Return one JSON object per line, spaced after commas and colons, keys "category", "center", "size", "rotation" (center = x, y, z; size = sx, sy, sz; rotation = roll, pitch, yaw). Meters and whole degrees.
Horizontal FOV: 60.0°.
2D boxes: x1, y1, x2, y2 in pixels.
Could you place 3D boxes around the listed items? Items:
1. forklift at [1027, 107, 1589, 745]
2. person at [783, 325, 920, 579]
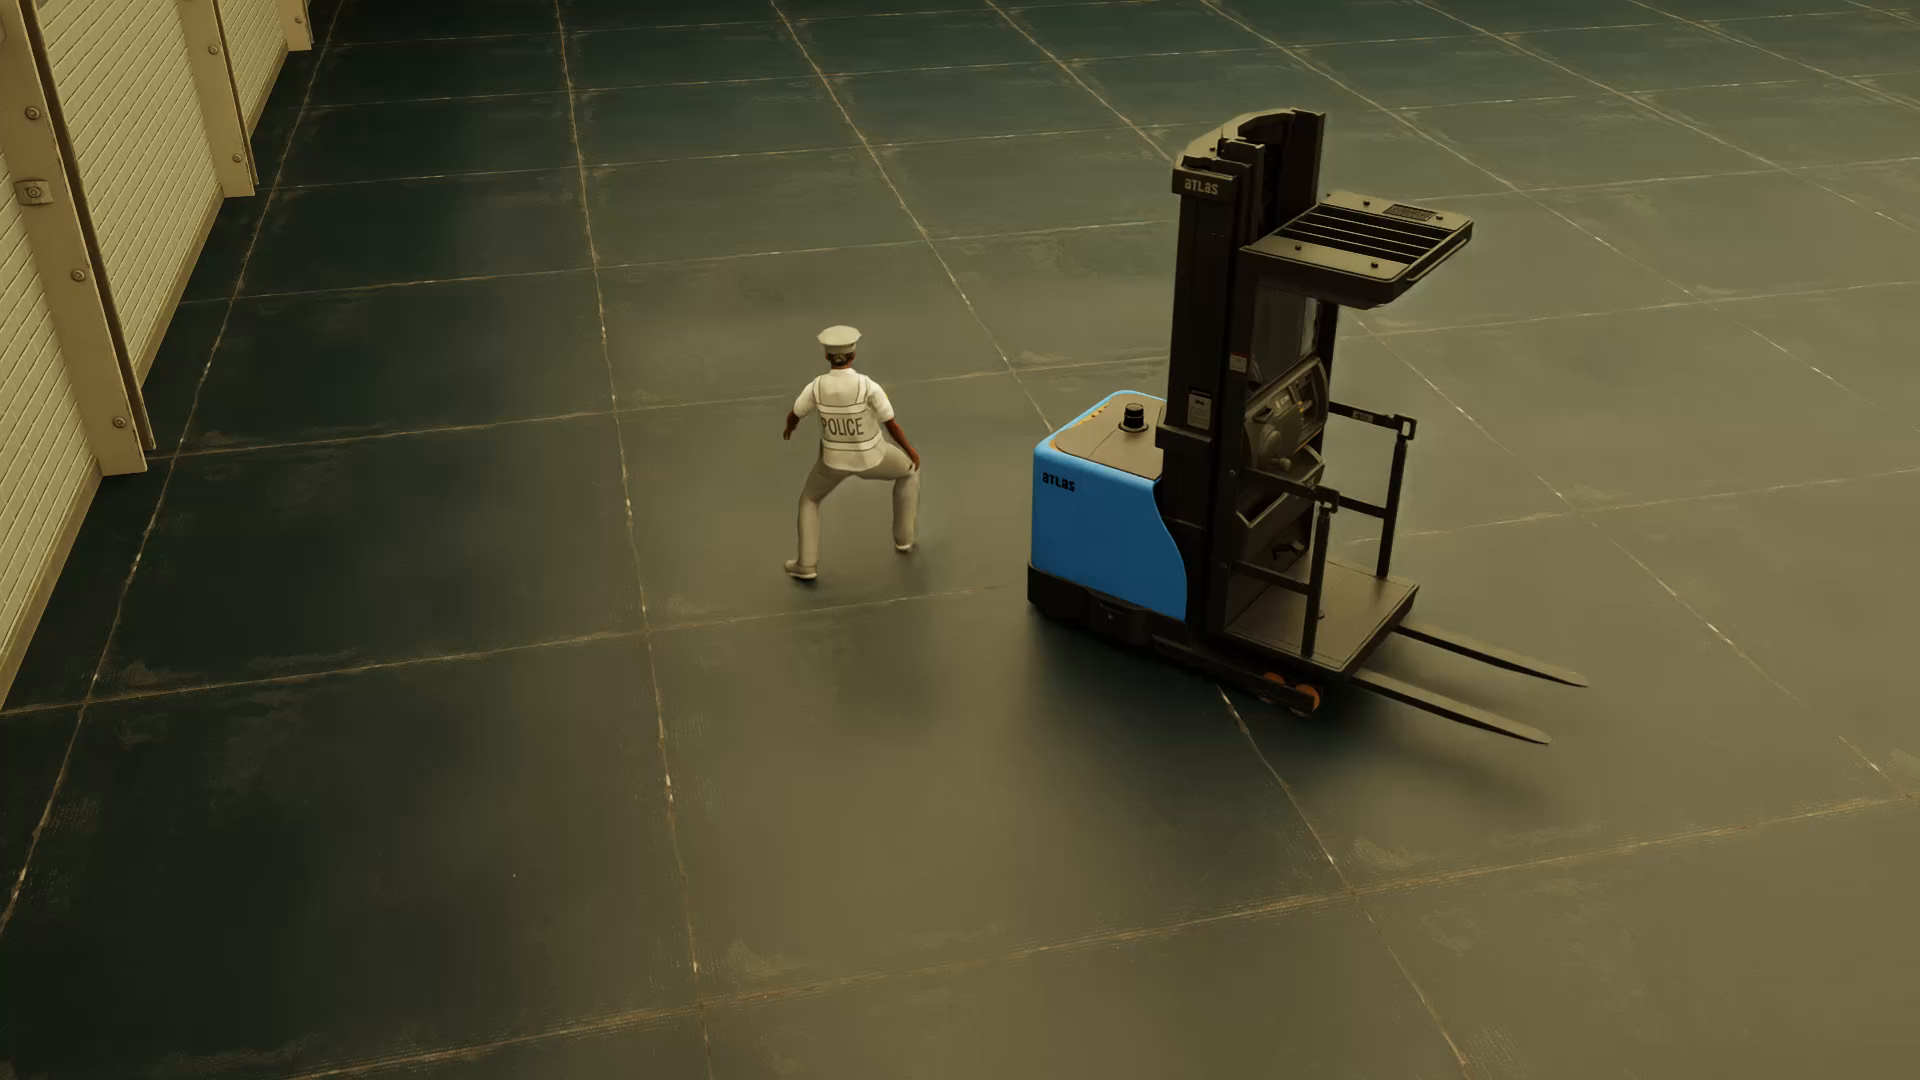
{"category": "forklift", "center": [1.892, -0.632, 8.666], "size": [3.031, 2.935, 1.130], "rotation": [20, 35, 30]}
{"category": "person", "center": [-0.680, -0.531, 9.928], "size": [0.877, 1.546, 0.654], "rotation": [5, 30, 9]}
